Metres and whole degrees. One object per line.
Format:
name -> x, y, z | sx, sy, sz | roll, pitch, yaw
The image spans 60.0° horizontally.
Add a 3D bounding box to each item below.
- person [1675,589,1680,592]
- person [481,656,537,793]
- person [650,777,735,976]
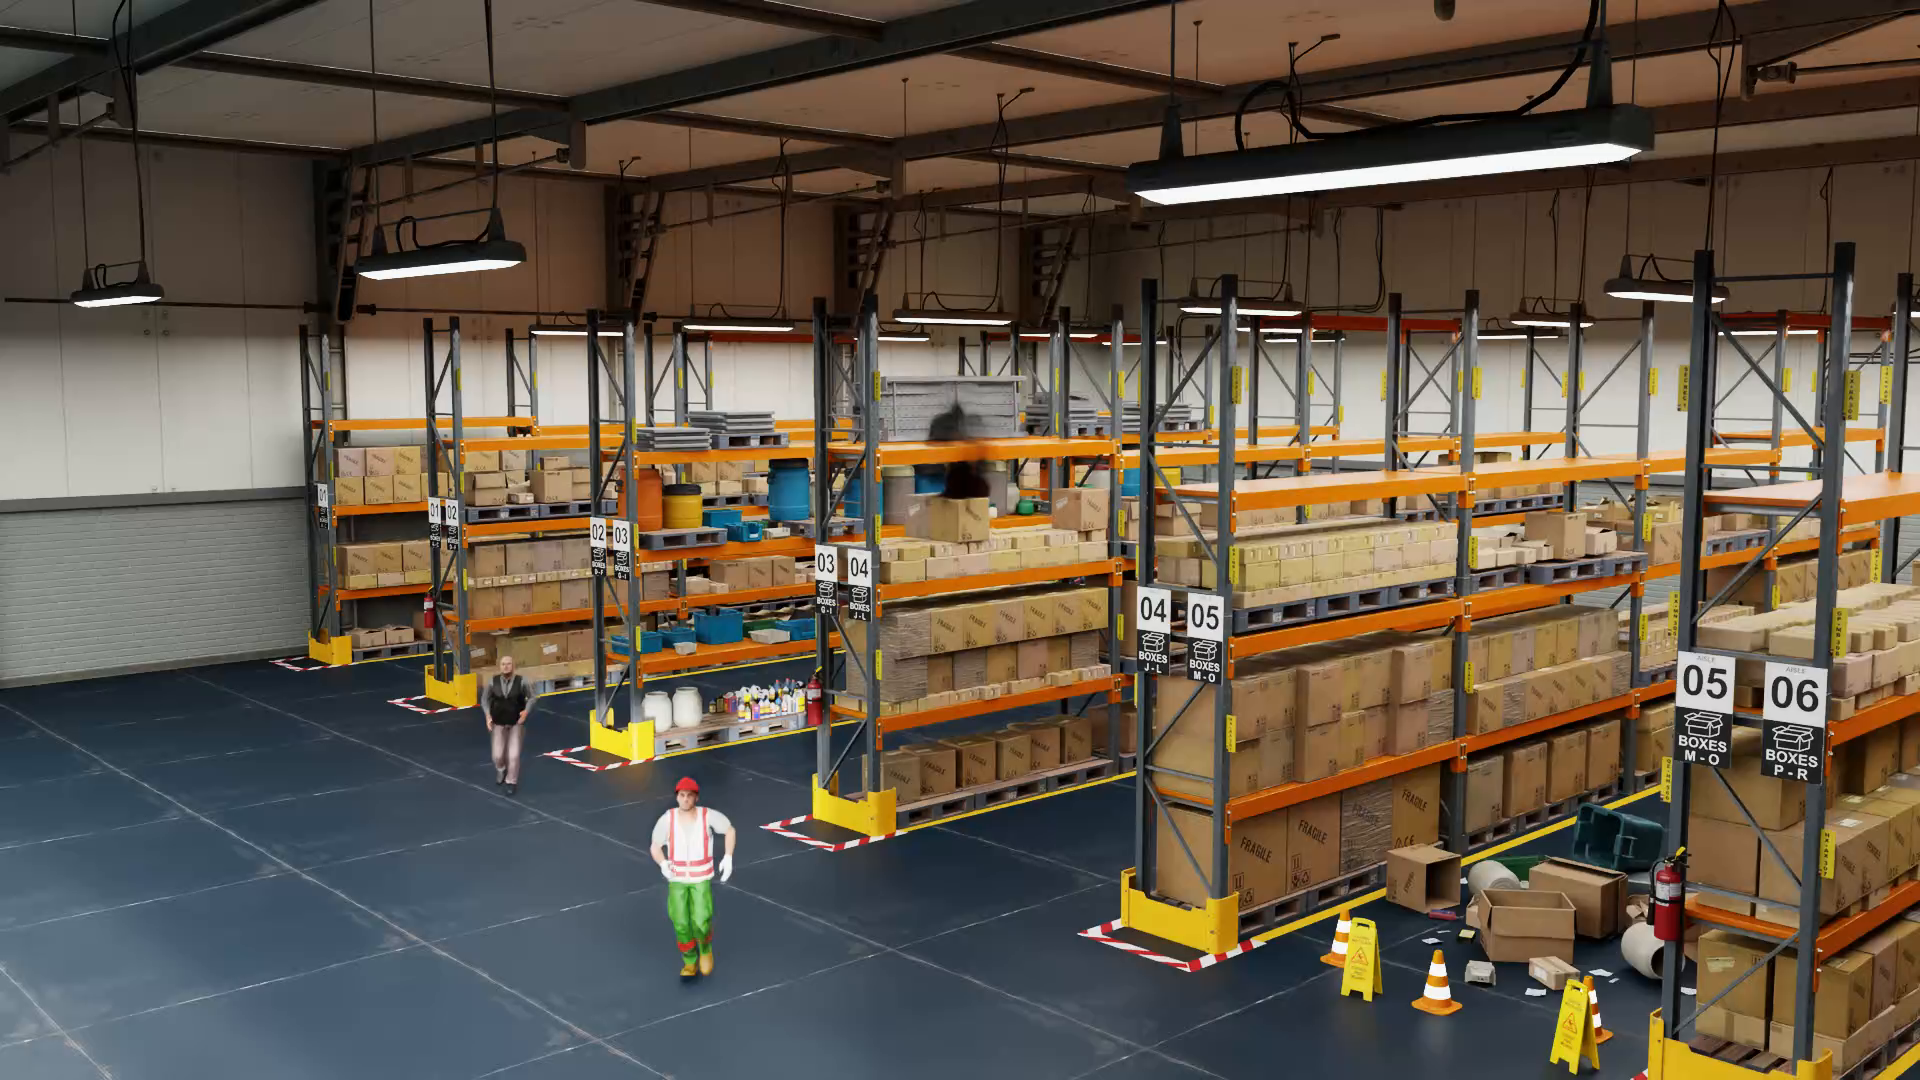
person -> 11.244, 1.664, 26.142 | 0.668, 1.819, 0.733 | -5, 8, -42
person -> -5.544, 2.268, 20.468 | 0.676, 1.690, 0.576 | -1, 6, -10
person -> -2.260, 2.867, 14.012 | 0.699, 1.743, 0.615 | 0, 6, -3
